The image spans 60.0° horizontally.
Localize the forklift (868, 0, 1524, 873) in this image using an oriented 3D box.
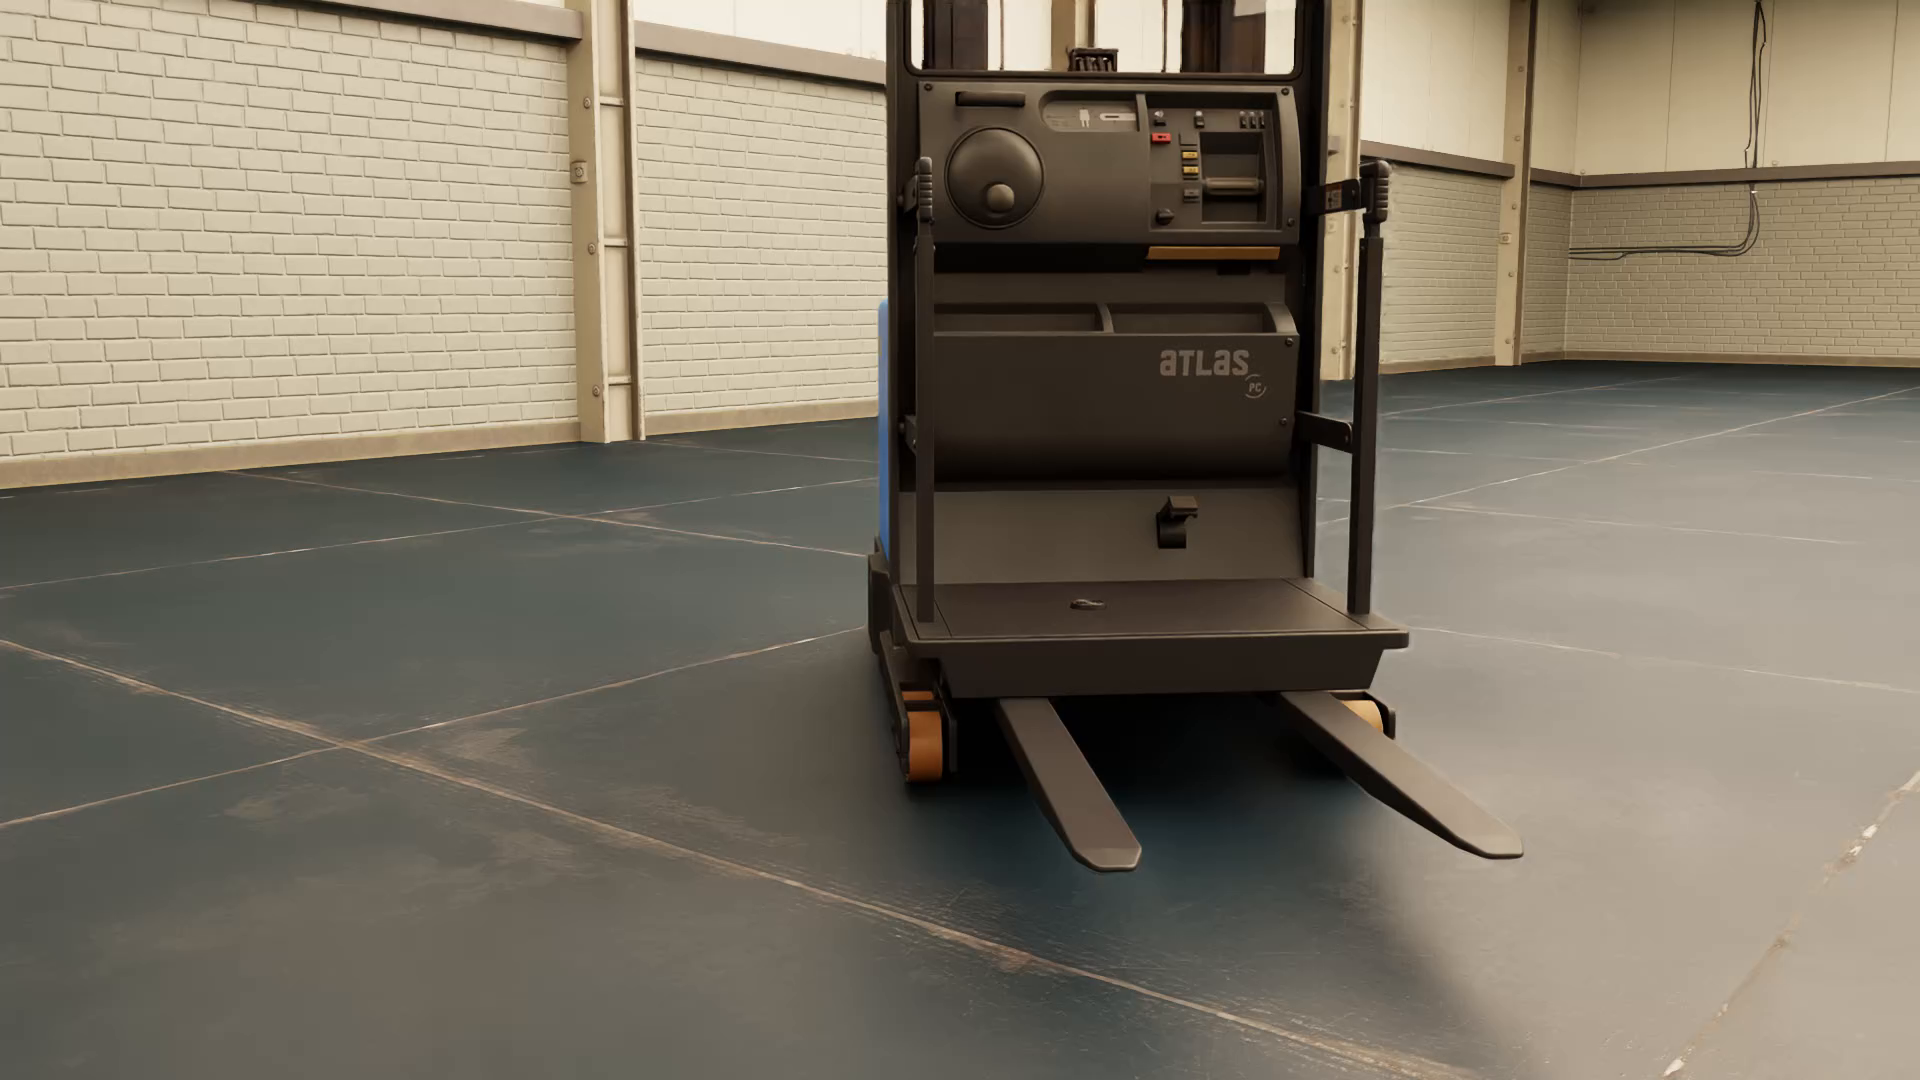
[{"bbox_3d":[0.388,-0.959,3.838,1.130,2.935,3.031,-1,8,-6],"label":"forklift"}]
